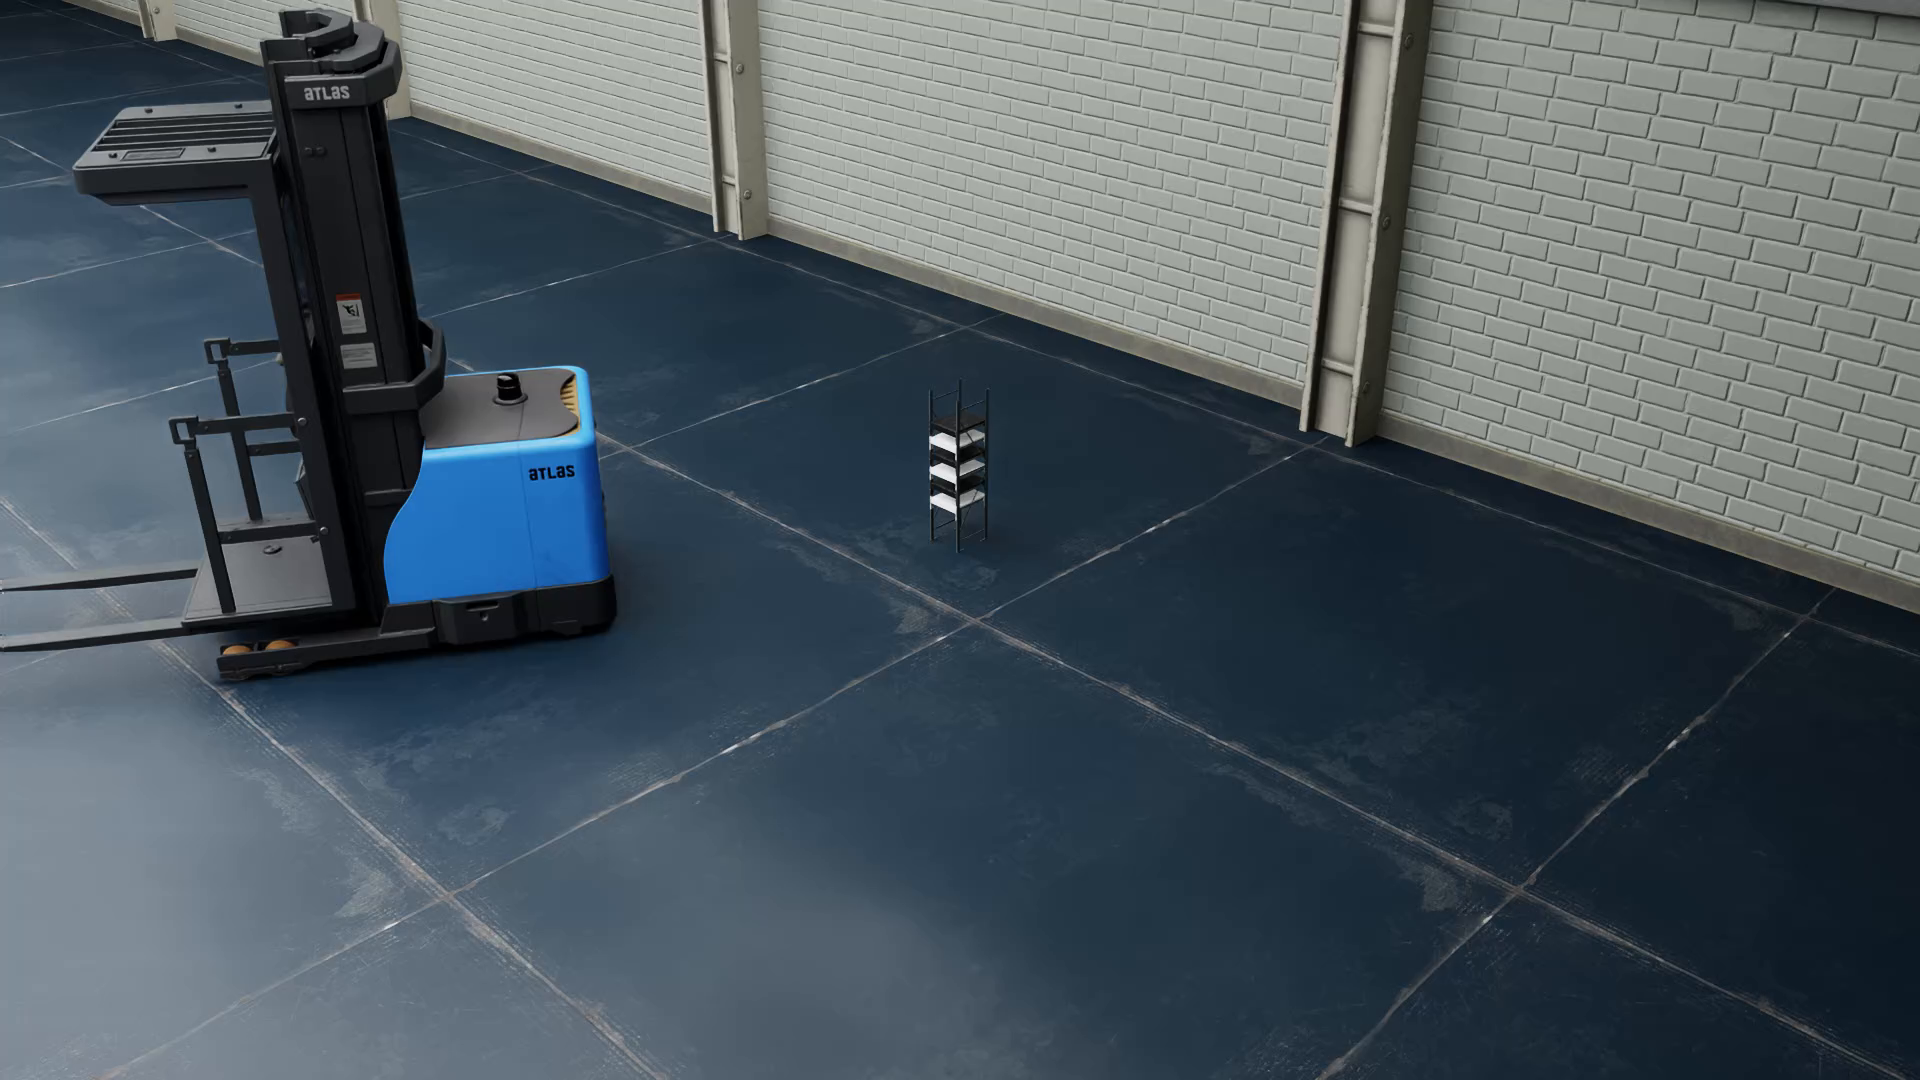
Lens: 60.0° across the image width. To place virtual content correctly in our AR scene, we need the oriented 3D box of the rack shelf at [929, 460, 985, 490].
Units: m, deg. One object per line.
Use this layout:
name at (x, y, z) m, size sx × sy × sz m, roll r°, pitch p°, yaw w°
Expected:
rack shelf at (-0.006, -0.371, 9.061) m, size 0.200 × 0.077 × 0.258 m, roll 25°, pitch 36°, yaw 38°

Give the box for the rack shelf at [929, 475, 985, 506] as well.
rack shelf at (-0.006, -0.292, 9.103) m, size 0.200 × 0.077 × 0.258 m, roll 25°, pitch 36°, yaw 38°

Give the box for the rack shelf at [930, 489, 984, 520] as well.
rack shelf at (-0.006, -0.212, 9.145) m, size 0.200 × 0.077 × 0.258 m, roll 25°, pitch 36°, yaw 38°

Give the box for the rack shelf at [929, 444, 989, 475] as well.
rack shelf at (-0.006, -0.451, 9.019) m, size 0.200 × 0.077 × 0.258 m, roll 25°, pitch 36°, yaw 38°

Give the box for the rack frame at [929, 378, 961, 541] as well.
rack frame at (-0.078, -0.434, 9.109) m, size 0.006 × 0.900 × 0.240 m, roll 25°, pitch 36°, yaw 38°

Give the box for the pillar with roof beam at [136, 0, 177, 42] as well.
pillar with roof beam at (-13.448, -9.118, 16.922) m, size 0.400 × 9.000 × 9.100 m, roll 25°, pitch 36°, yaw 38°

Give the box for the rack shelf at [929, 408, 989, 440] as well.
rack shelf at (-0.006, -0.610, 8.935) m, size 0.200 × 0.077 × 0.258 m, roll 25°, pitch 36°, yaw 38°

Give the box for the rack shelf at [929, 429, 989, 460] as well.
rack shelf at (-0.006, -0.531, 8.977) m, size 0.200 × 0.077 × 0.258 m, roll 25°, pitch 36°, yaw 38°

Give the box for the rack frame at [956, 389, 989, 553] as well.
rack frame at (0.067, -0.368, 8.983) m, size 0.006 × 0.900 × 0.240 m, roll 25°, pitch 36°, yaw 38°

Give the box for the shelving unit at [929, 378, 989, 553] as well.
shelving unit at (-0.006, -0.401, 9.046) m, size 0.210 × 0.900 × 0.258 m, roll 25°, pitch 36°, yaw 38°

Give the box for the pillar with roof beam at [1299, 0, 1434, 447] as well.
pillar with roof beam at (-0.613, -3.245, 5.752) m, size 0.400 × 9.000 × 9.100 m, roll 25°, pitch 36°, yaw 38°

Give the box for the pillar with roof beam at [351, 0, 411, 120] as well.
pillar with roof beam at (-9.170, -7.160, 13.198) m, size 0.400 × 9.000 × 9.100 m, roll 25°, pitch 36°, yaw 38°

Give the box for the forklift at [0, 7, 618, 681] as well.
forklift at (-3.302, -0.894, 7.801) m, size 3.031 × 2.935 × 1.130 m, roll -6°, pitch 28°, yaw -12°

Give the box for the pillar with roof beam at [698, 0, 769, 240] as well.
pillar with roof beam at (-4.891, -5.203, 9.475) m, size 0.400 × 9.000 × 9.100 m, roll 25°, pitch 36°, yaw 38°
